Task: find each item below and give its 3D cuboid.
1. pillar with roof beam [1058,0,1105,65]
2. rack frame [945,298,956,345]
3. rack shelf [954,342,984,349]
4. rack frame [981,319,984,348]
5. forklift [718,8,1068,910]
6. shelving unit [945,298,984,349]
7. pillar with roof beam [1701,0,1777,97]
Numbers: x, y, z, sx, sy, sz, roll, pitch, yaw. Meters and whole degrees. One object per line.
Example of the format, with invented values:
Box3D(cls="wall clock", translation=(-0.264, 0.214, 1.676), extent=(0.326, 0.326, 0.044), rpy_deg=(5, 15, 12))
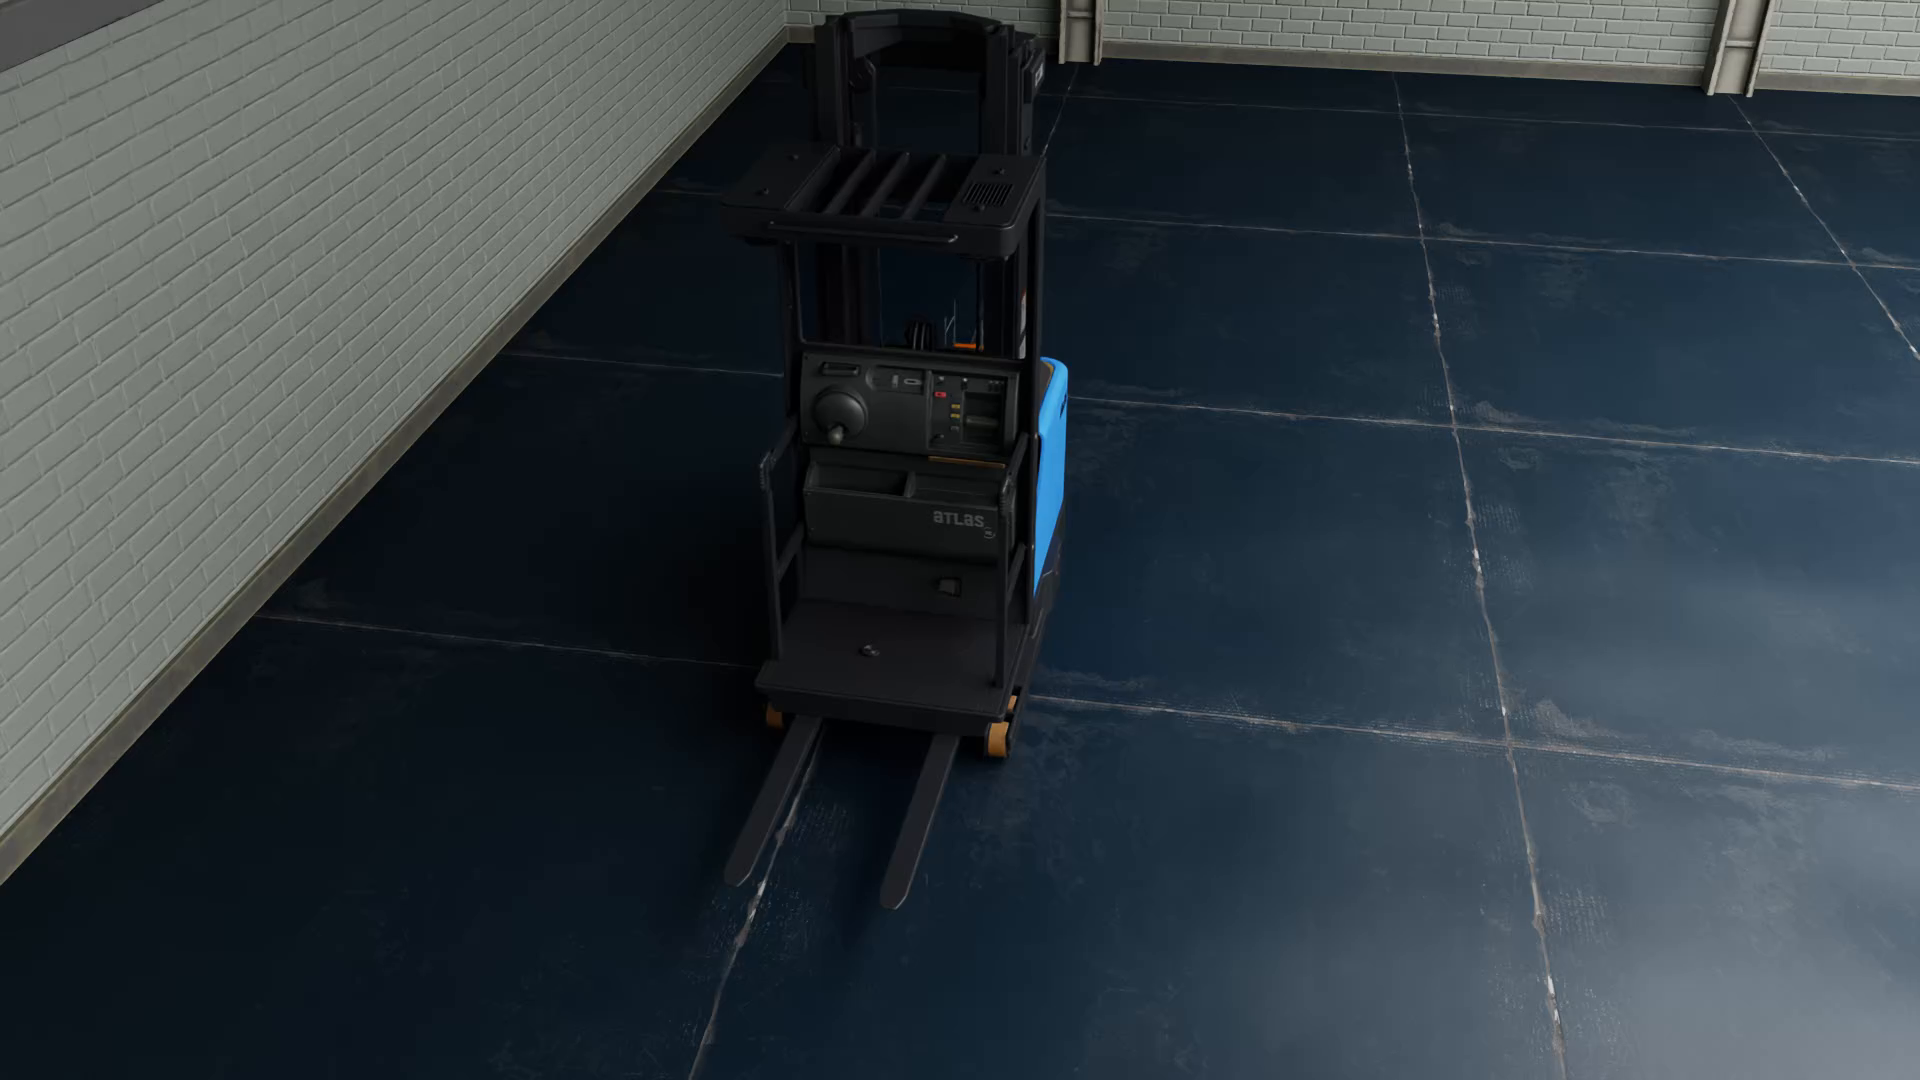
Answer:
Box3D(cls="pillar with roof beam", translation=(0.449, -6.254, 10.260), extent=(0.400, 9.000, 9.100), rpy_deg=(5, 32, 8))
Box3D(cls="rack frame", translation=(-0.049, -0.655, 8.664), extent=(0.006, 1.200, 0.240), rpy_deg=(6, 32, 10))
Box3D(cls="rack shelf", translation=(0.041, -0.914, 8.483), extent=(0.180, 0.103, 0.258), rpy_deg=(6, 32, 10))
Box3D(cls="rack frame", translation=(0.130, -0.636, 8.633), extent=(0.006, 1.200, 0.240), rpy_deg=(6, 32, 10))
Box3D(cls="forklift", translation=(-0.258, -0.509, 6.801), extent=(1.130, 2.935, 3.031), rpy_deg=(6, 33, 10))
Box3D(cls="shelving unit", translation=(0.040, -0.646, 8.649), extent=(0.189, 1.200, 0.258), rpy_deg=(6, 32, 10))
Box3D(cls="pillar with roof beam", translation=(6.364, -5.718, 9.404), extent=(0.400, 9.000, 9.100), rpy_deg=(5, 32, 8))
